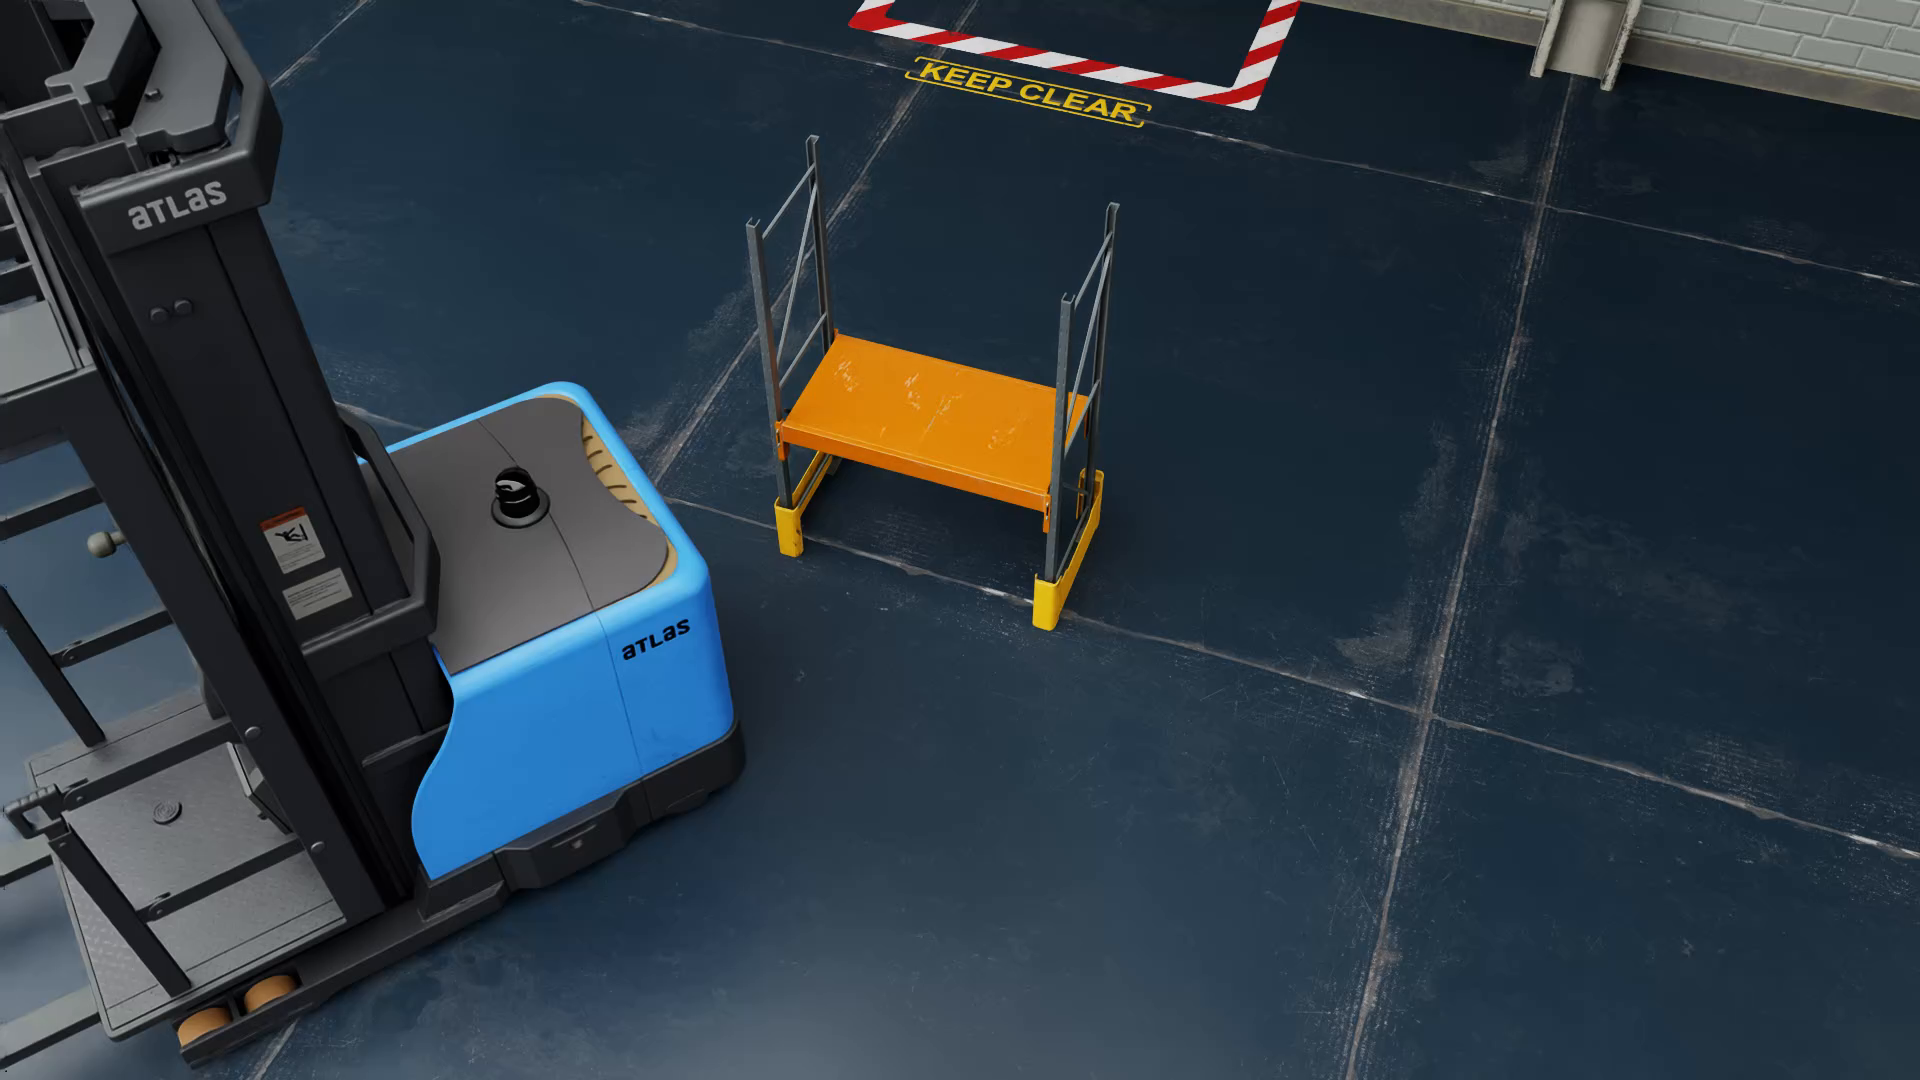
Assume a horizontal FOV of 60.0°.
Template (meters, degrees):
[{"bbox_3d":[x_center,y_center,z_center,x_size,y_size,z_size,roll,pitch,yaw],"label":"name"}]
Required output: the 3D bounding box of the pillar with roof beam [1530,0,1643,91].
[{"bbox_3d":[1.574,-2.258,2.252,0.400,9.000,9.100,16,51,13],"label":"pillar with roof beam"}]

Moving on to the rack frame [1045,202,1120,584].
[{"bbox_3d":[0.397,-0.380,5.587,0.032,1.500,0.500,16,51,13],"label":"rack frame"}]

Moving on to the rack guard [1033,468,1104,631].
[{"bbox_3d":[0.396,0.029,6.060,0.087,0.250,0.587,16,51,13],"label":"rack guard"}]

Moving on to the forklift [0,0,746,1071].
[{"bbox_3d":[-2.233,0.115,4.211,3.031,2.935,1.130,-25,54,-20],"label":"forklift"}]

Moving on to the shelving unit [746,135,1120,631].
[{"bbox_3d":[-0.072,-0.511,5.701,1.083,1.500,0.587,16,51,13],"label":"shelving unit"}]

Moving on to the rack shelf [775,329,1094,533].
[{"bbox_3d":[-0.080,-0.396,5.839,1.000,0.185,0.538,16,51,13],"label":"rack shelf"}]

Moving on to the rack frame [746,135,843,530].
[{"bbox_3d":[-0.557,-0.647,5.818,0.032,1.500,0.500,16,51,13],"label":"rack frame"}]

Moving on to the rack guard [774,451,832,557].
[{"bbox_3d":[-0.539,-0.232,6.286,0.087,0.250,0.587,16,51,13],"label":"rack guard"}]
